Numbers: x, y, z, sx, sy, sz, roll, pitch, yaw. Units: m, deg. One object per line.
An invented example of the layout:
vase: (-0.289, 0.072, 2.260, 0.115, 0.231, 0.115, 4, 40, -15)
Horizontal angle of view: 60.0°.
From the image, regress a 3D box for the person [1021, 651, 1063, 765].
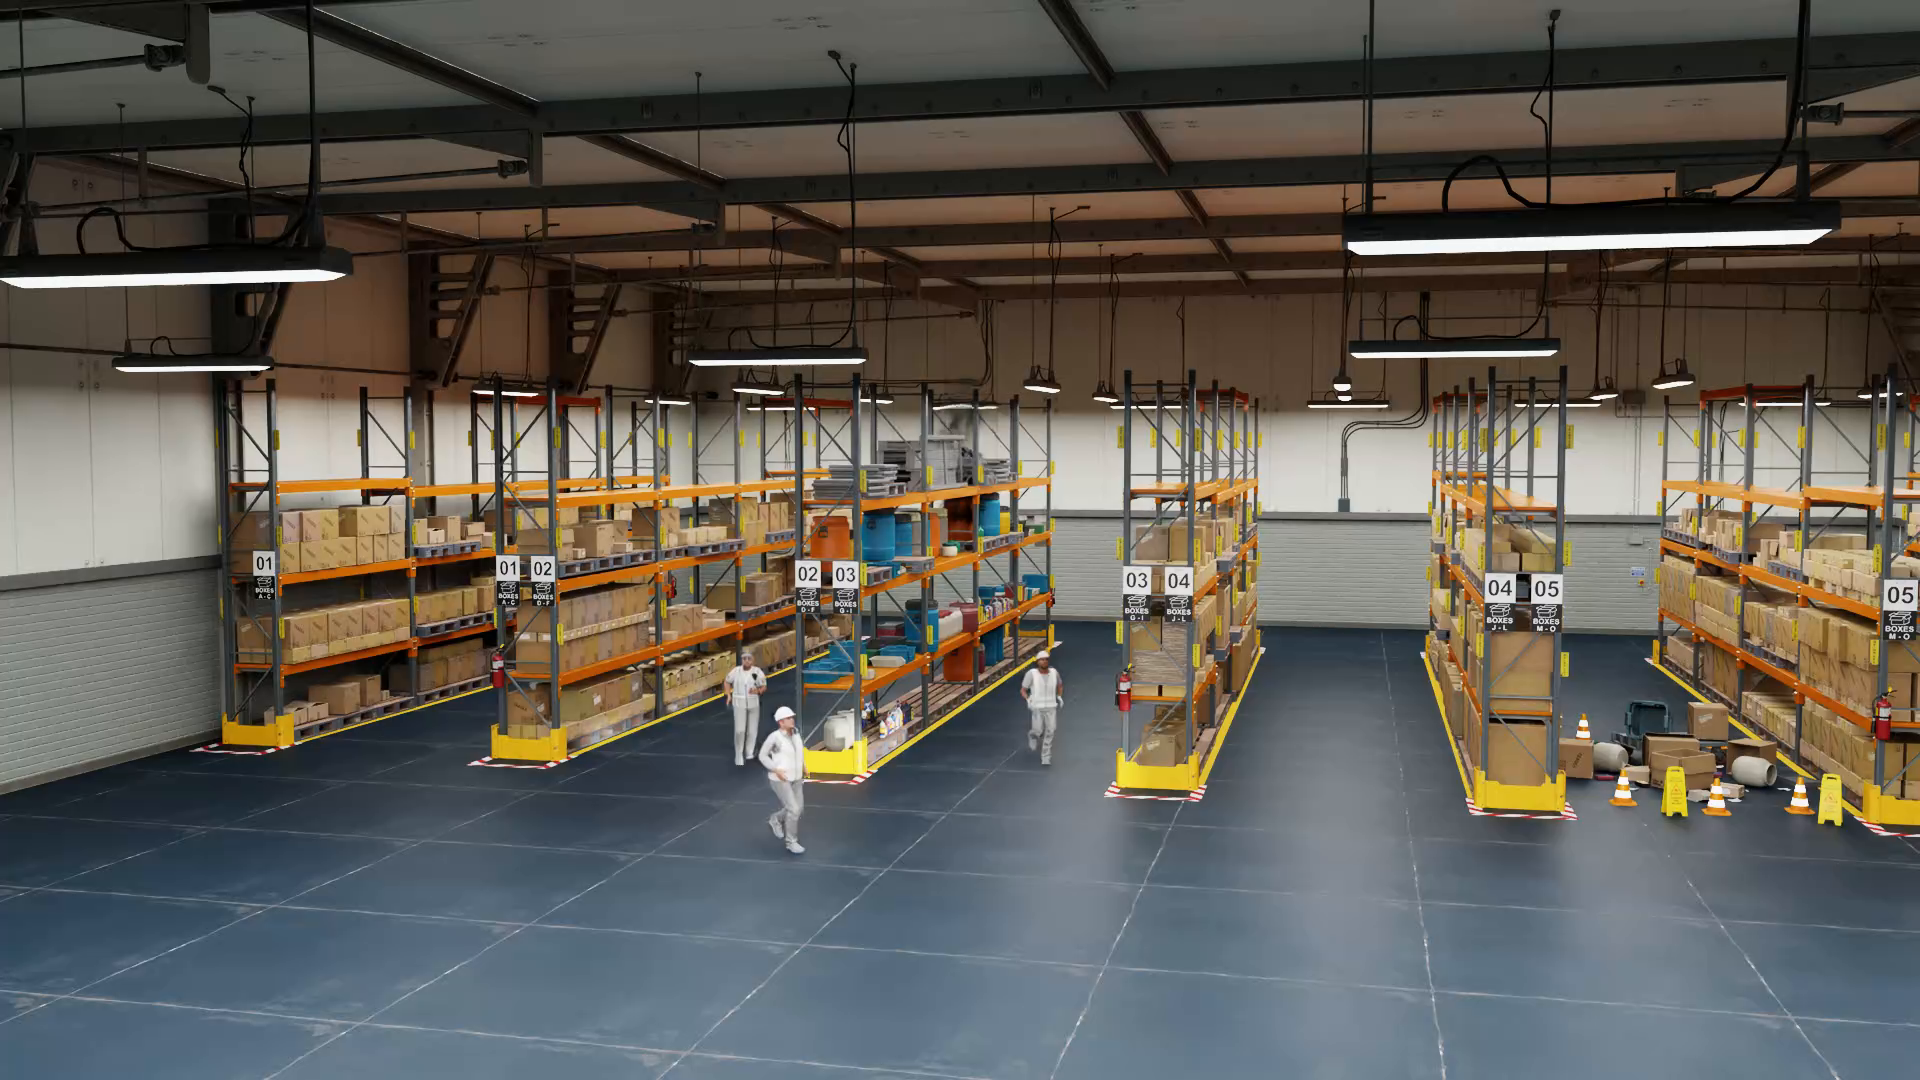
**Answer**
person: (1.294, 2.591, 25.787, 0.692, 1.751, 0.746, -1, 4, -13)

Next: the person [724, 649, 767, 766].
person: (-3.296, 2.585, 25.659, 0.633, 1.814, 0.726, -1, 4, -12)

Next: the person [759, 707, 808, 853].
person: (-2.162, 2.912, 20.340, 0.687, 1.753, 0.670, 3, 4, 39)

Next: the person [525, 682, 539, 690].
person: (-8.014, 2.265, 31.395, 0.725, 1.738, 0.829, 0, 3, 1)
